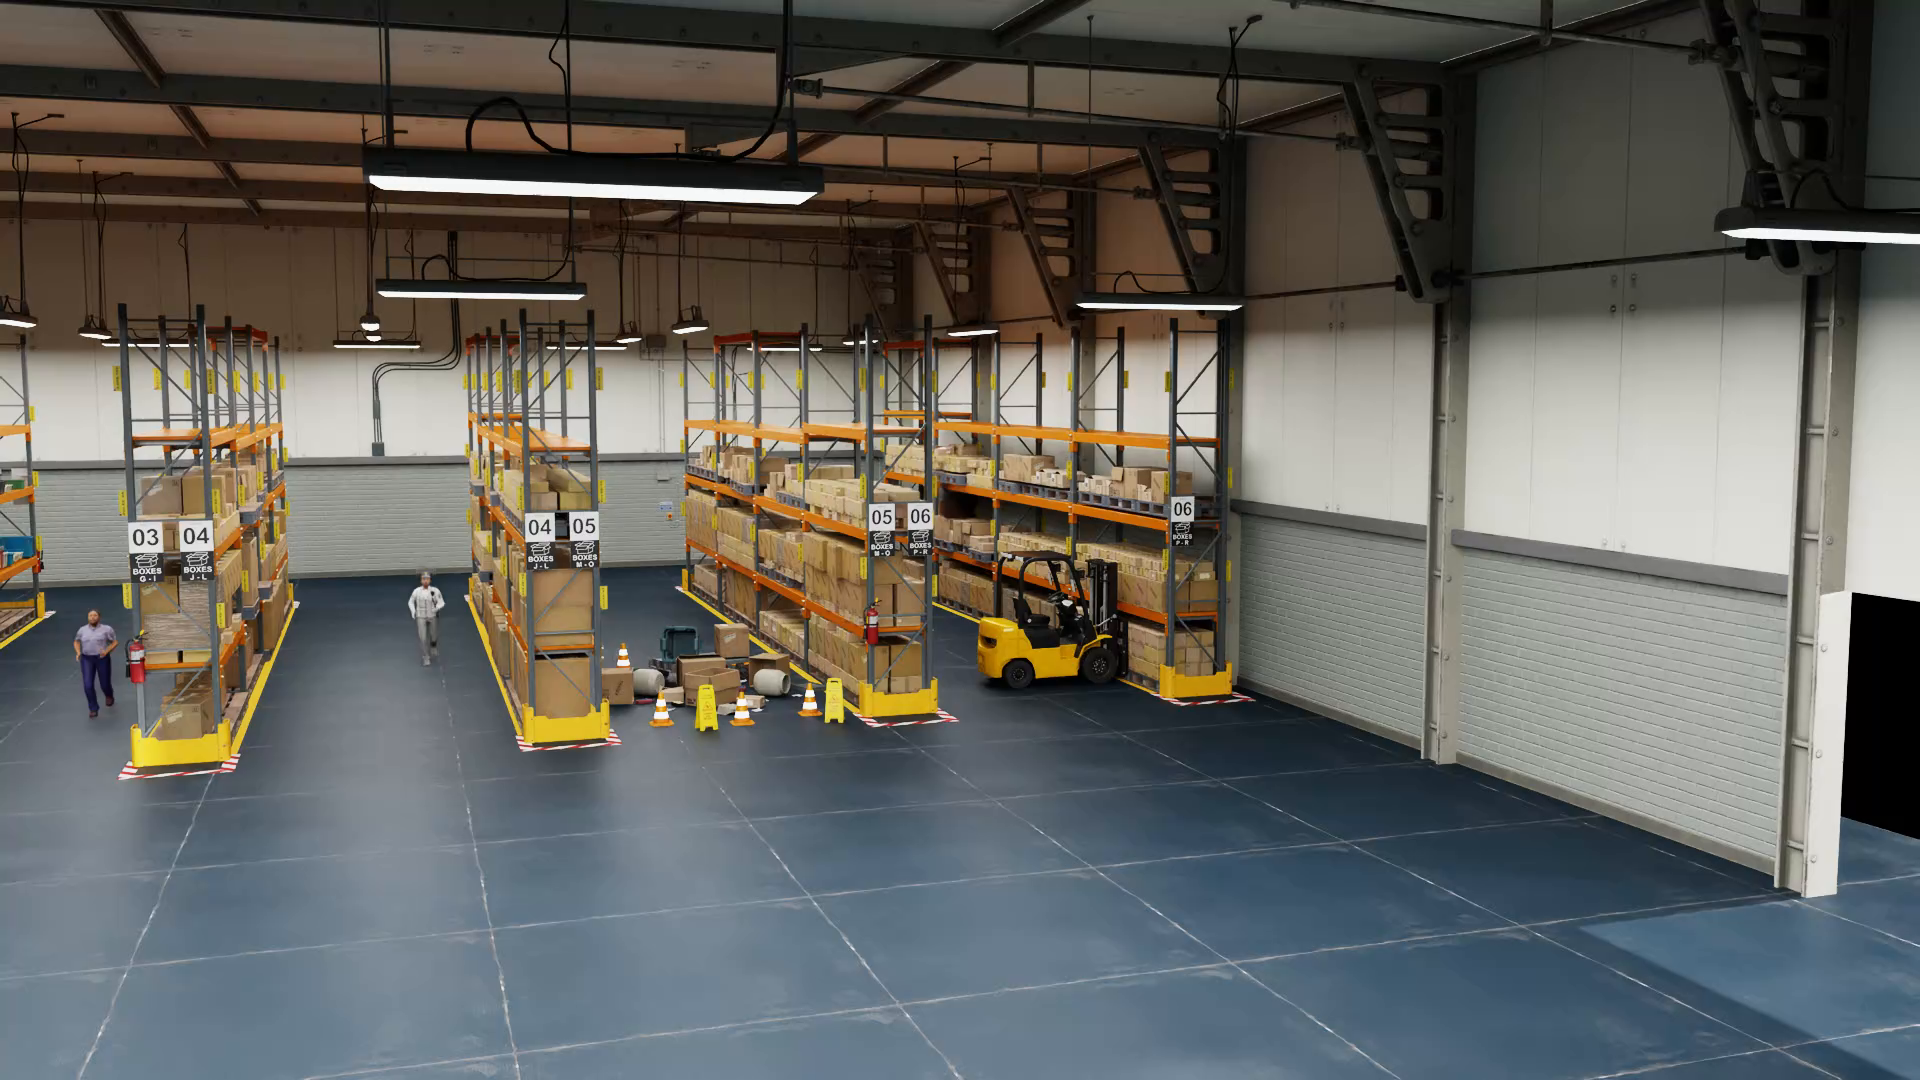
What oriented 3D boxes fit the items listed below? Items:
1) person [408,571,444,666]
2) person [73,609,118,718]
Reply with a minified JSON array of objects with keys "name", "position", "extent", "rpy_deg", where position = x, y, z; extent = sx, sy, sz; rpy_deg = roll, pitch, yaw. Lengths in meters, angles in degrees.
[{"name":"person","position":[-9.490,1.376,29.571],"extent":[0.622,1.649,0.704],"rpy_deg":[-2,6,-16]},{"name":"person","position":[-13.008,1.835,25.030],"extent":[0.613,1.599,0.687],"rpy_deg":[-2,6,-18]}]
